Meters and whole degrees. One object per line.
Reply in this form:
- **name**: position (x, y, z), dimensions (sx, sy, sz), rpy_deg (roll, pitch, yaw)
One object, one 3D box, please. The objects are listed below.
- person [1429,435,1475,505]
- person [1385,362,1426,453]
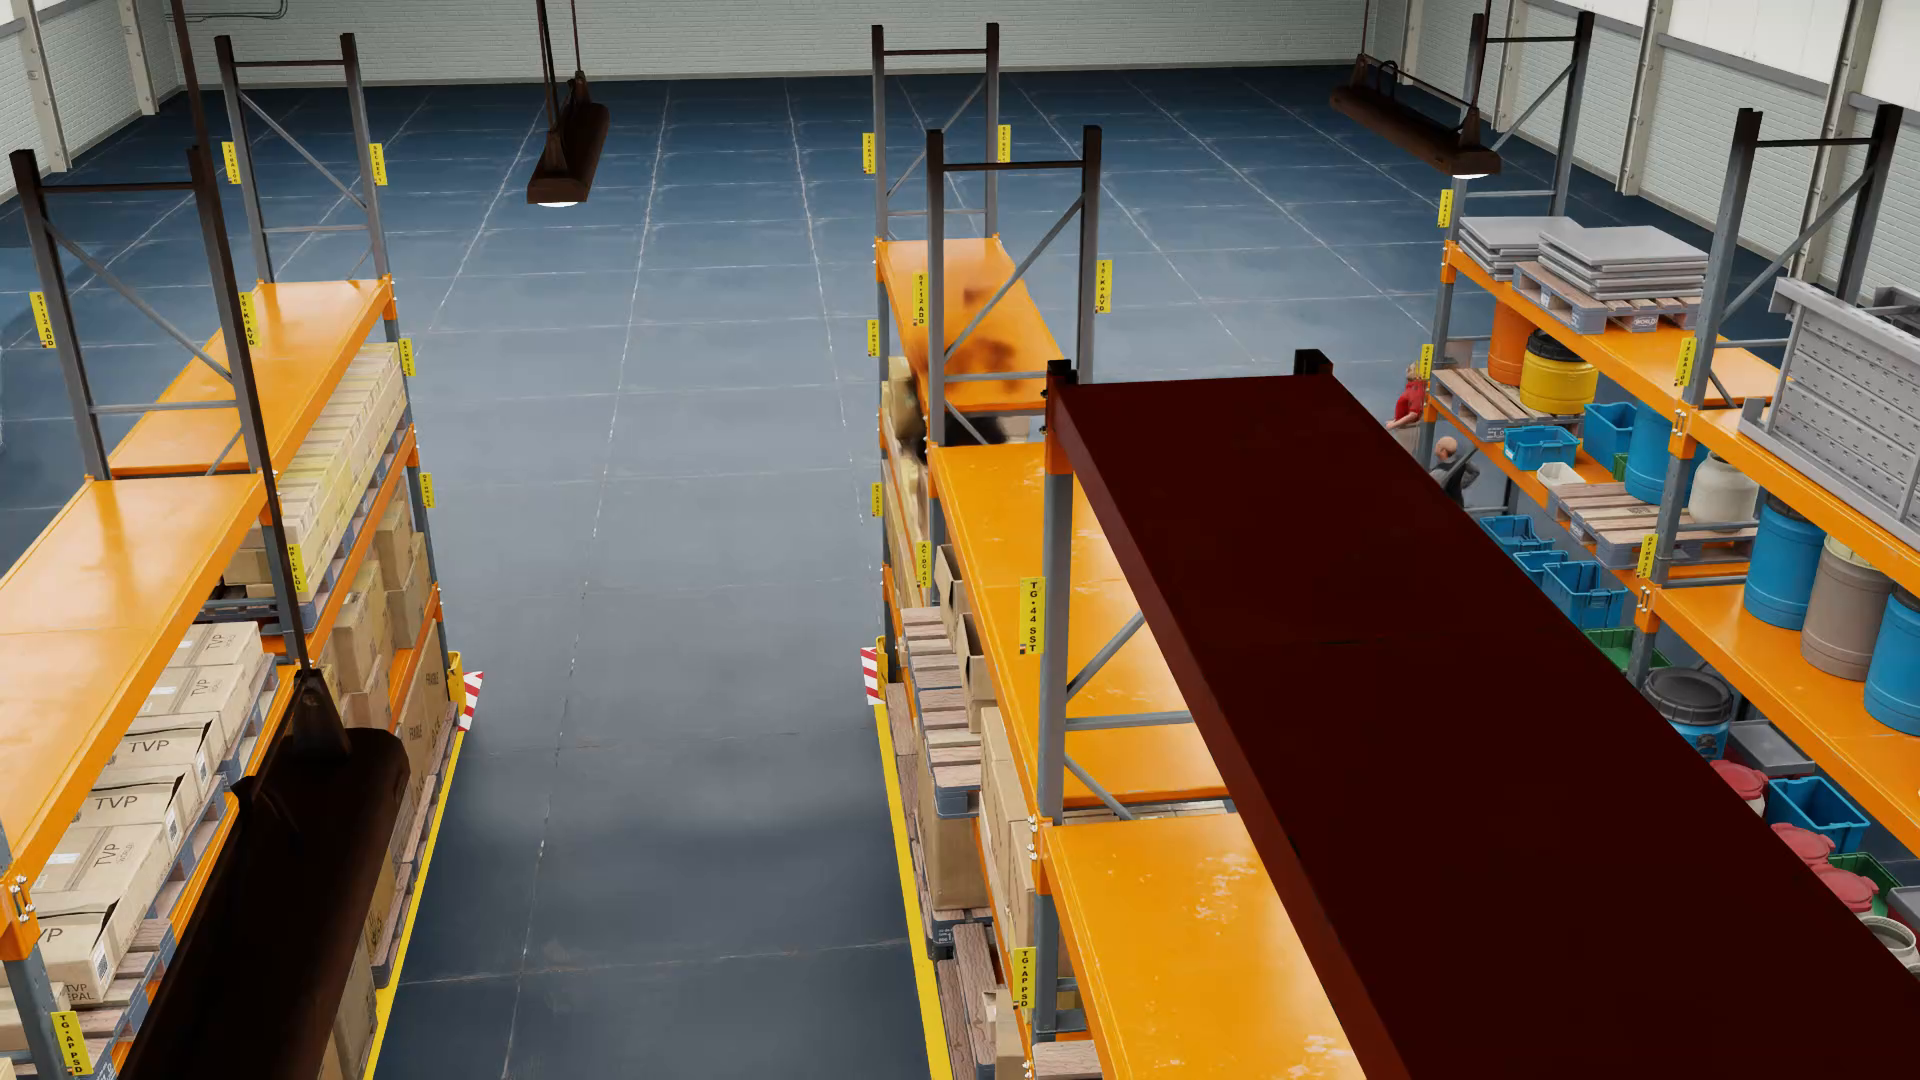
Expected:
- **person**: position (4.956, -0.252, 17.107), dimensions (0.779, 1.766, 0.687), rpy_deg (17, 30, 32)
- **person**: position (5.190, -1.249, 19.159), dimensions (0.708, 1.674, 0.705), rpy_deg (10, 27, 21)
